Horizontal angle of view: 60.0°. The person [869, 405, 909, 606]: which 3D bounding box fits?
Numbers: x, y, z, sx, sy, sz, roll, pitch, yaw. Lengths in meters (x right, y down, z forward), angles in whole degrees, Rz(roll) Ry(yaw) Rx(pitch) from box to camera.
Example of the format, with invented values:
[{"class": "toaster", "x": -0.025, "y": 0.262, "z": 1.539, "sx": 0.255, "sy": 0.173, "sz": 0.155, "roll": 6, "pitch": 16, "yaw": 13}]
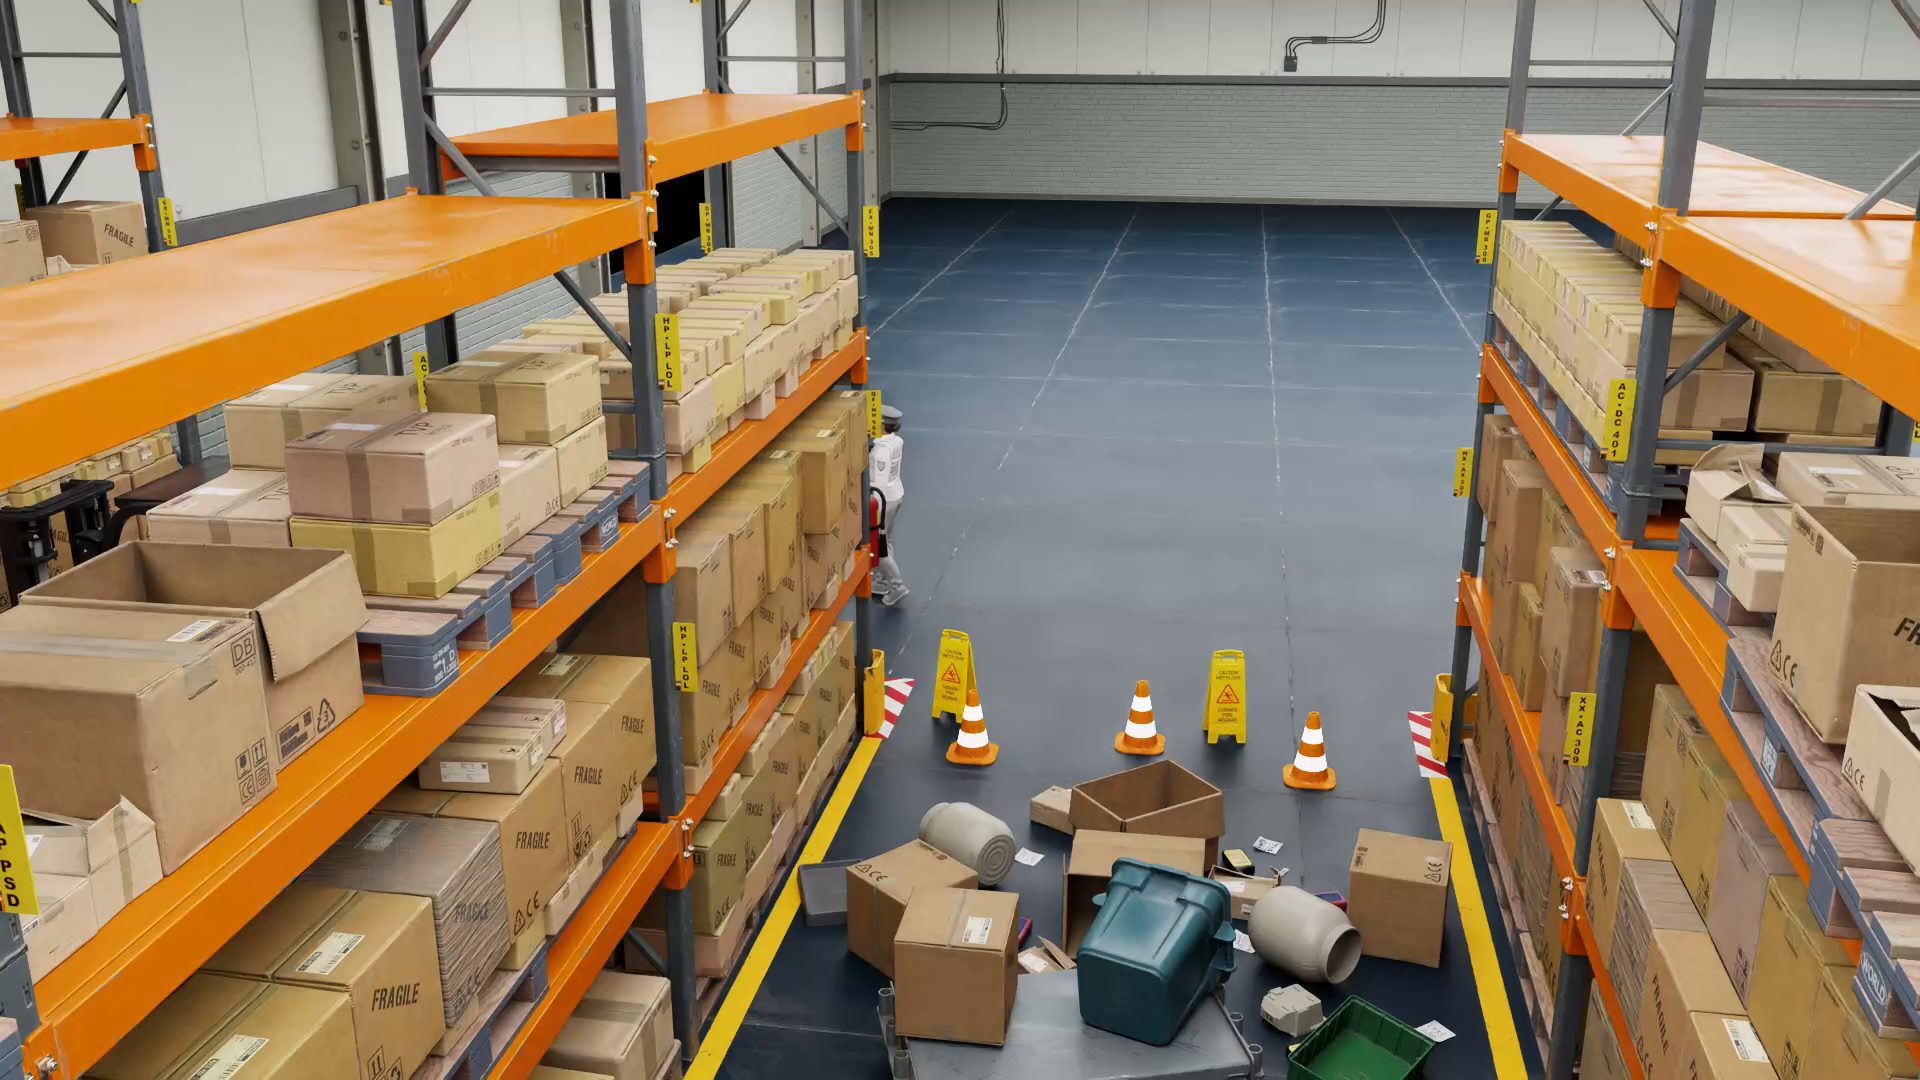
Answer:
[{"class": "person", "x": -0.649, "y": -0.315, "z": 13.982, "sx": 0.521, "sy": 1.691, "sz": 0.506, "roll": 5, "pitch": 19, "yaw": 16}]
